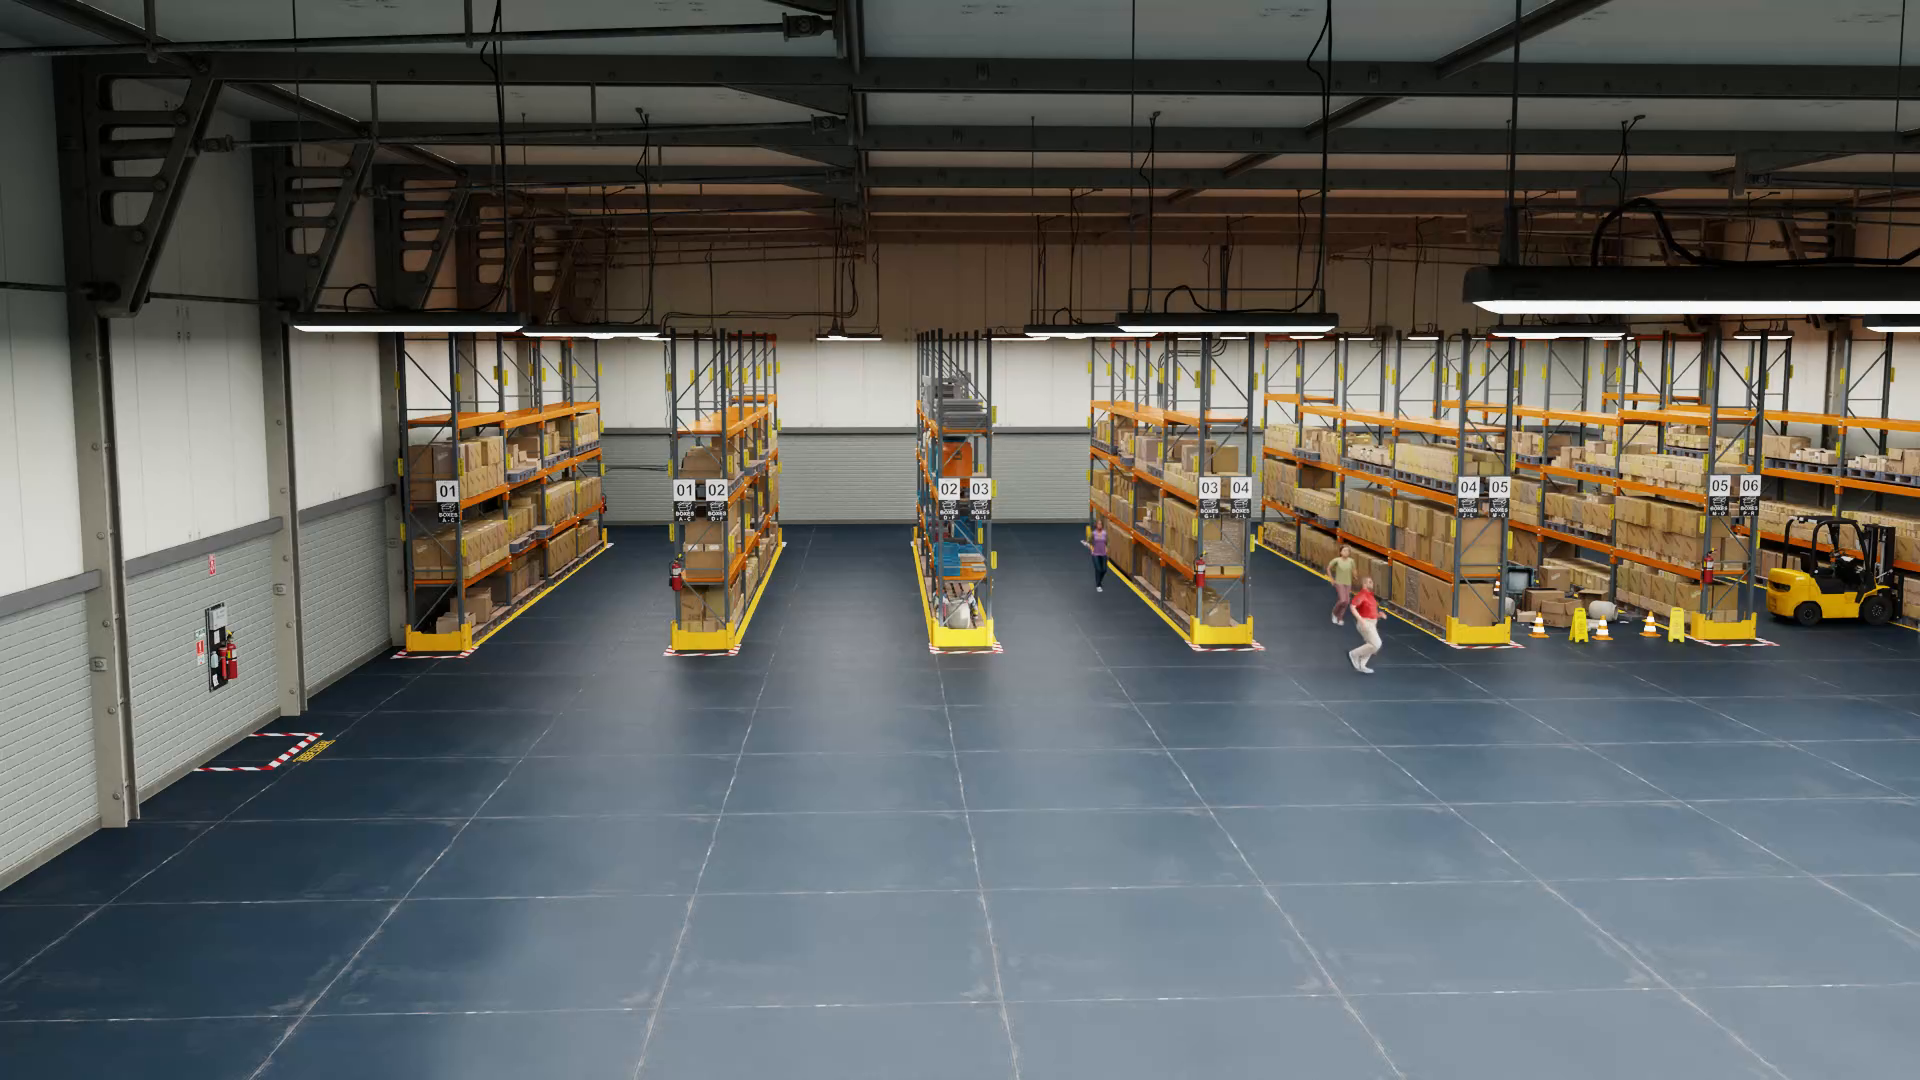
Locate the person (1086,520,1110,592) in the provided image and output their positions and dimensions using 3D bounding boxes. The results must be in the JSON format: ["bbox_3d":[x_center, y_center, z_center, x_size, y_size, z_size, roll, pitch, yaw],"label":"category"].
[{"bbox_3d":[3.056,0.338,36.673,0.538,1.560,0.548,-1,7,-7],"label":"person"}]

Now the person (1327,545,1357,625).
[{"bbox_3d":[7.815,0.921,33.840,0.587,1.641,0.564,-2,7,-15],"label":"person"}]

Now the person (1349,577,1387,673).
[{"bbox_3d":[7.134,1.482,28.959,0.557,1.682,0.658,4,8,27],"label":"person"}]
